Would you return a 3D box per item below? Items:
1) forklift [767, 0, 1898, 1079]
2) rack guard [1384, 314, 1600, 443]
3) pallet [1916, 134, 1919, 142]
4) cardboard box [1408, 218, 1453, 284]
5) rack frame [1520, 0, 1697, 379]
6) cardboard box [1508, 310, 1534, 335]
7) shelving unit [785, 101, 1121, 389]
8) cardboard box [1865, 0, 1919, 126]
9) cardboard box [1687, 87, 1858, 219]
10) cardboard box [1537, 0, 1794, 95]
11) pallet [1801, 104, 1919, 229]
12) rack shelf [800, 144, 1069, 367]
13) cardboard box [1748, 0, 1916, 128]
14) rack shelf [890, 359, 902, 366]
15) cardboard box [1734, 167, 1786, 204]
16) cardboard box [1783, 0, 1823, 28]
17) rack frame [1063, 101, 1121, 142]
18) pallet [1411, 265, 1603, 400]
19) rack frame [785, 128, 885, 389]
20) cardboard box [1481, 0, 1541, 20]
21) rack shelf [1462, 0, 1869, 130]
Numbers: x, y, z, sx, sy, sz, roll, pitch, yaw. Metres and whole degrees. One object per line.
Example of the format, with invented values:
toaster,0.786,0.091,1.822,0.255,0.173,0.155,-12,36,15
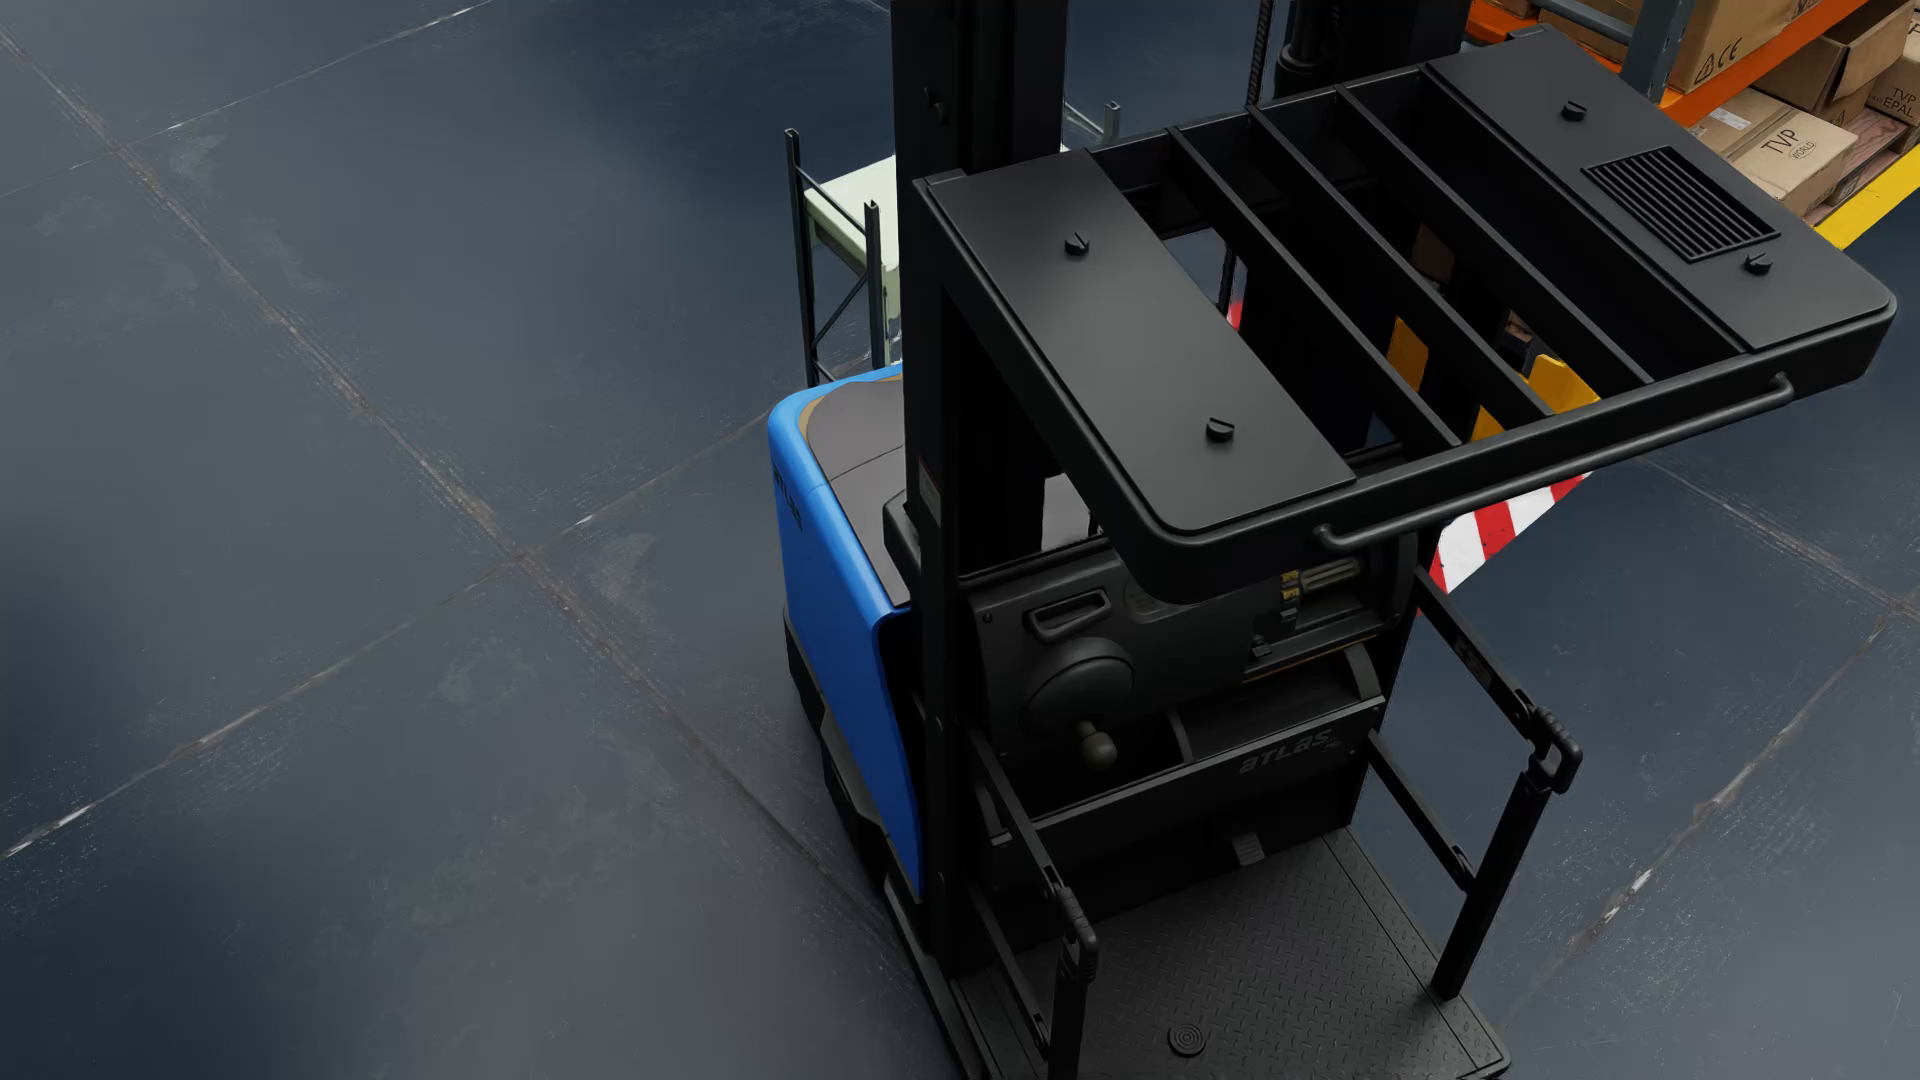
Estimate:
forklift,0.550,0.243,3.031,1.130,2.935,3.031,-17,50,-15
rack guard,1.588,-0.738,5.590,0.348,0.500,1.175,-34,56,-27
pallet,3.982,-2.241,7.174,1.213,0.211,1.003,-34,56,-27
cardboard box,1.768,-1.252,5.766,0.500,0.500,0.500,-34,56,-27
rack frame,1.532,-1.548,4.637,0.127,3.000,1.000,-34,56,-27
cardboard box,2.073,-0.750,5.542,0.250,0.149,0.380,-34,56,-27
shelving unit,-0.015,-0.553,4.740,0.755,1.500,0.431,-27,53,-23
cardboard box,3.706,-1.956,6.544,0.500,0.311,0.500,-34,56,-27
cardboard box,2.865,-1.374,6.048,0.500,0.250,0.500,-34,56,-27
cardboard box,2.037,-1.658,4.671,0.500,0.500,0.500,-33,55,-26
pallet,3.079,-1.634,6.615,1.213,0.211,1.003,-34,56,-27
rack shelf,-0.015,-0.818,4.453,0.720,0.370,0.431,-27,53,-23
cardboard box,3.105,-1.896,6.358,0.637,0.503,0.797,-34,56,-27
rack shelf,-0.015,-0.332,4.980,0.720,0.370,0.431,-27,53,-23
cardboard box,2.495,-1.126,5.820,0.500,0.250,0.500,-34,56,-27
cardboard box,2.415,-1.916,4.909,0.500,0.500,0.500,-34,56,-27
rack frame,0.285,-0.707,4.882,0.023,1.500,0.400,-27,53,-23
pallet,2.177,-1.034,6.061,1.213,0.211,1.003,-34,56,-27
rack frame,-0.315,-0.399,4.598,0.023,1.500,0.400,-27,53,-23
cardboard box,1.680,-1.951,4.941,0.500,0.500,0.500,-32,55,-26
rack shelf,3.011,-2.293,5.814,4.000,0.370,1.077,-34,56,-27
